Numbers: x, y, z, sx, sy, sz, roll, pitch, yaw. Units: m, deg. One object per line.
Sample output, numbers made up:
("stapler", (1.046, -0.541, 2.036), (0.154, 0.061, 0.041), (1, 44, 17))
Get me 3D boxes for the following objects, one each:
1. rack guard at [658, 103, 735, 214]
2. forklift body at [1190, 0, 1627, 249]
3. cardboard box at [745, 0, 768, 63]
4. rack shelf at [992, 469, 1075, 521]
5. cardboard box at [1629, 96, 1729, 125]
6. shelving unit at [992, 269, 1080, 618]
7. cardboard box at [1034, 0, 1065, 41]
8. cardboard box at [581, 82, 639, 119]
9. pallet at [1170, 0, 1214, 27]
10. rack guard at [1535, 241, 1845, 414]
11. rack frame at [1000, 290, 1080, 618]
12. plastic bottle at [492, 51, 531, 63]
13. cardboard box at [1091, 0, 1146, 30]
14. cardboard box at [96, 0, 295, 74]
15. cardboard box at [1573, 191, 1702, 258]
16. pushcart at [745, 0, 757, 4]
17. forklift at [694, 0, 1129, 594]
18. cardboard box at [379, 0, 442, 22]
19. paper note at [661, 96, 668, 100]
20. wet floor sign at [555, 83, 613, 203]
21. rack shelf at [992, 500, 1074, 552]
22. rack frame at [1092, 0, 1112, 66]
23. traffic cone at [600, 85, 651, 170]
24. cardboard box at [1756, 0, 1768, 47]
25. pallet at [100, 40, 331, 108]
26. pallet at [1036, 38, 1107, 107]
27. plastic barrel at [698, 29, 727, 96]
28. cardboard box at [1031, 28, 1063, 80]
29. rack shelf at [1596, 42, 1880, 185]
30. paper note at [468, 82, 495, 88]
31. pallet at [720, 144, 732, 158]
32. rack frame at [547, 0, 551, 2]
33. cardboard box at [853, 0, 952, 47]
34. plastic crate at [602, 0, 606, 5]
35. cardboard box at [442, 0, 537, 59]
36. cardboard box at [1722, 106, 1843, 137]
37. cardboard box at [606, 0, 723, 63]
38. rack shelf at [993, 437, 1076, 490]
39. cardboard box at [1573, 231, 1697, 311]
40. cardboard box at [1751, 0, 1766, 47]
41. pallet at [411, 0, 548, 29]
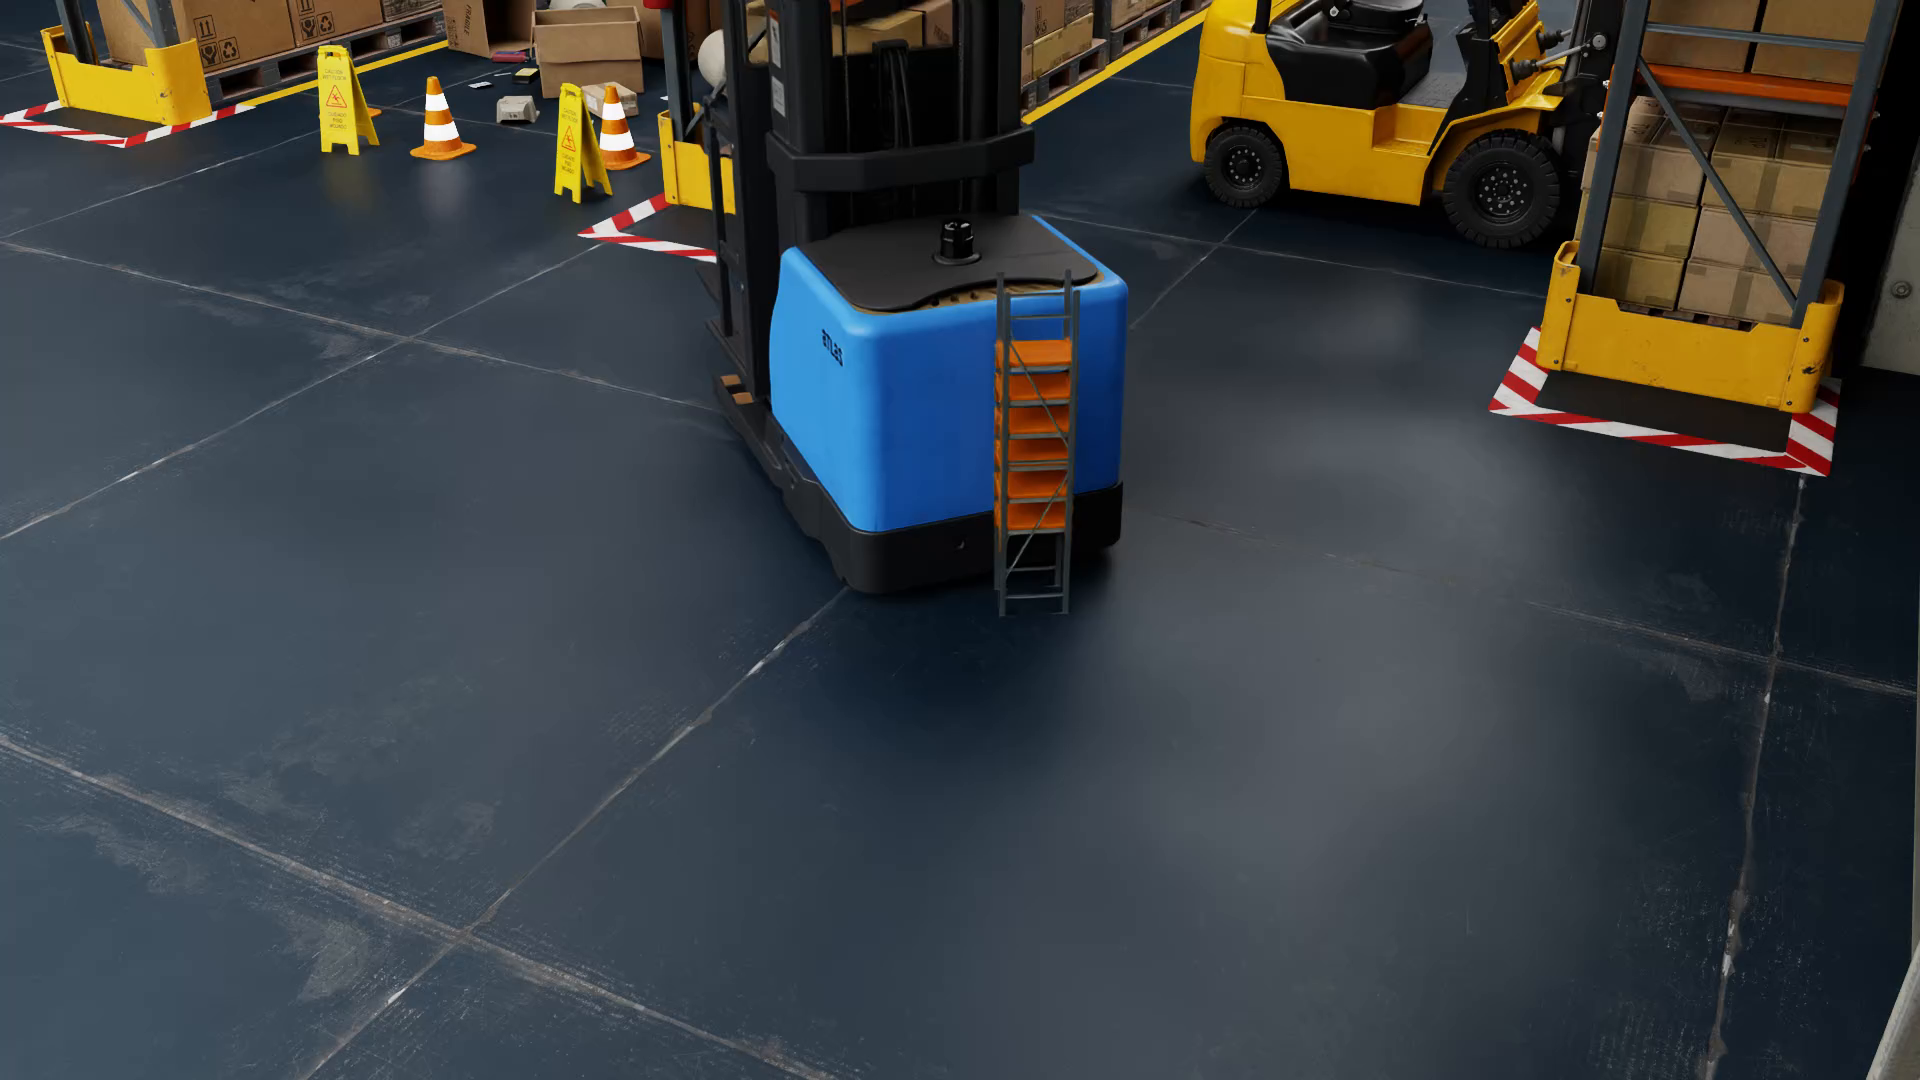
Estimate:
("rack guard", (-1.142, -2.130, 9.457), (1.175, 0.500, 0.348), (14, 33, 23))
("forklift body", (2.483, -2.942, 9.214), (2.313, 2.155, 1.214), (14, 33, 23))
("cardboard box", (-1.044, -2.910, 9.891), (0.500, 0.500, 0.500), (15, 33, 24))
("rack shelf", (0.248, -0.158, 5.650), (0.258, 0.103, 0.180), (-3, 30, -5))
("cardboard box", (3.403, -1.982, 8.024), (0.500, 0.250, 0.500), (15, 33, 24))
("shelving unit", (0.248, -0.301, 5.568), (0.258, 1.200, 0.189), (-3, 30, -5))
("cardboard box", (0.385, -3.719, 11.301), (0.500, 0.500, 0.500), (15, 33, 24))
("cardboard box", (-2.378, -2.983, 11.295), (0.250, 0.149, 0.380), (-18, 34, -28))
("pallet", (1.553, -4.633, 14.105), (1.003, 0.211, 1.213), (14, 33, 23))
("rack guard", (3.233, -0.961, 7.422), (1.175, 0.500, 0.348), (14, 33, 23))
("rack frame", (0.257, -0.255, 5.489), (0.240, 1.200, 0.006), (-3, 30, -5))
("plastic bottle", (-3.361, -3.636, 12.521), (0.283, 0.061, 0.133), (4, 30, 6))
("cardboard box", (0.882, -4.229, 12.820), (0.950, 0.372, 0.625), (15, 33, 24))
("cardboard box", (-5.379, -3.835, 11.628), (0.875, 0.875, 0.875), (14, 33, 24))
("cardboard box", (3.187, -1.549, 7.773), (0.500, 0.250, 0.500), (14, 33, 23))
("pushcart", (-1.407, -4.311, 13.379), (1.648, 0.377, 0.936), (4, 30, 6))
("forklift", (-0.427, -1.801, 6.443), (1.130, 2.935, 3.031), (-11, 32, -19))
("cardboard box", (-4.563, -4.629, 13.011), (0.875, 0.875, 0.875), (15, 33, 24))
("paper note", (-1.998, -3.101, 11.631), (0.142, 0.019, 0.148), (-25, 38, -36))
("wet floor sign", (-2.216, -2.318, 9.638), (0.232, 0.644, 0.267), (-25, 38, -36))
("rack shelf", (0.248, -0.054, 5.710), (0.258, 0.103, 0.180), (-3, 30, -5))
("rack frame", (0.645, -4.954, 11.864), (1.000, 3.000, 0.127), (14, 33, 23))
("traffic cone", (-2.129, -2.563, 10.249), (0.336, 0.463, 0.334), (14, 33, 23))
("cardboard box", (3.934, -2.492, 7.477), (0.500, 0.500, 0.500), (15, 33, 25))
("pallet", (-5.335, -3.421, 11.996), (1.003, 0.211, 1.213), (14, 33, 23))
("pallet", (0.371, -3.439, 12.026), (1.003, 0.211, 1.213), (14, 33, 23))
("plastic barrel", (-1.584, -3.322, 11.610), (0.421, 0.421, 0.512), (-12, 32, -20))
("cardboard box", (0.382, -3.382, 11.466), (0.500, 0.250, 0.500), (13, 32, 22))
("rack shelf", (4.155, -2.631, 8.541), (1.077, 0.370, 4.000), (14, 33, 23))
("paper note", (-3.423, -3.262, 11.901), (0.142, 0.017, 0.144), (-25, 38, -36))
("pallet", (-0.741, -2.357, 10.142), (1.003, 0.211, 1.213), (14, 33, 23))
("rack frame", (-3.807, -6.032, 13.741), (1.000, 3.000, 0.127), (14, 33, 23))
("cardboard box", (-0.319, -3.034, 10.107), (0.500, 0.500, 0.500), (13, 32, 21))
("plastic crate", (-2.720, -4.463, 13.776), (0.662, 0.188, 0.450), (-18, 24, -28))
("cardboard box", (-3.601, -4.028, 12.759), (0.500, 0.500, 0.500), (21, 36, 32))
("cardboard box", (3.855, -1.872, 7.833), (0.500, 0.250, 0.500), (14, 33, 23))
("cardboard box", (-2.212, -3.926, 12.445), (0.797, 0.637, 0.503), (14, 33, 23))
("rack shelf", (0.248, -0.262, 5.591), (0.258, 0.103, 0.180), (-3, 30, -5))
("cardboard box", (3.176, -1.326, 7.886), (0.500, 0.250, 0.500), (15, 33, 24))
("cardboard box", (3.479, -2.605, 7.674), (0.500, 0.500, 0.500), (15, 33, 25))
("pallet", (-4.223, -4.503, 13.880), (1.003, 0.211, 1.213), (14, 33, 23))
